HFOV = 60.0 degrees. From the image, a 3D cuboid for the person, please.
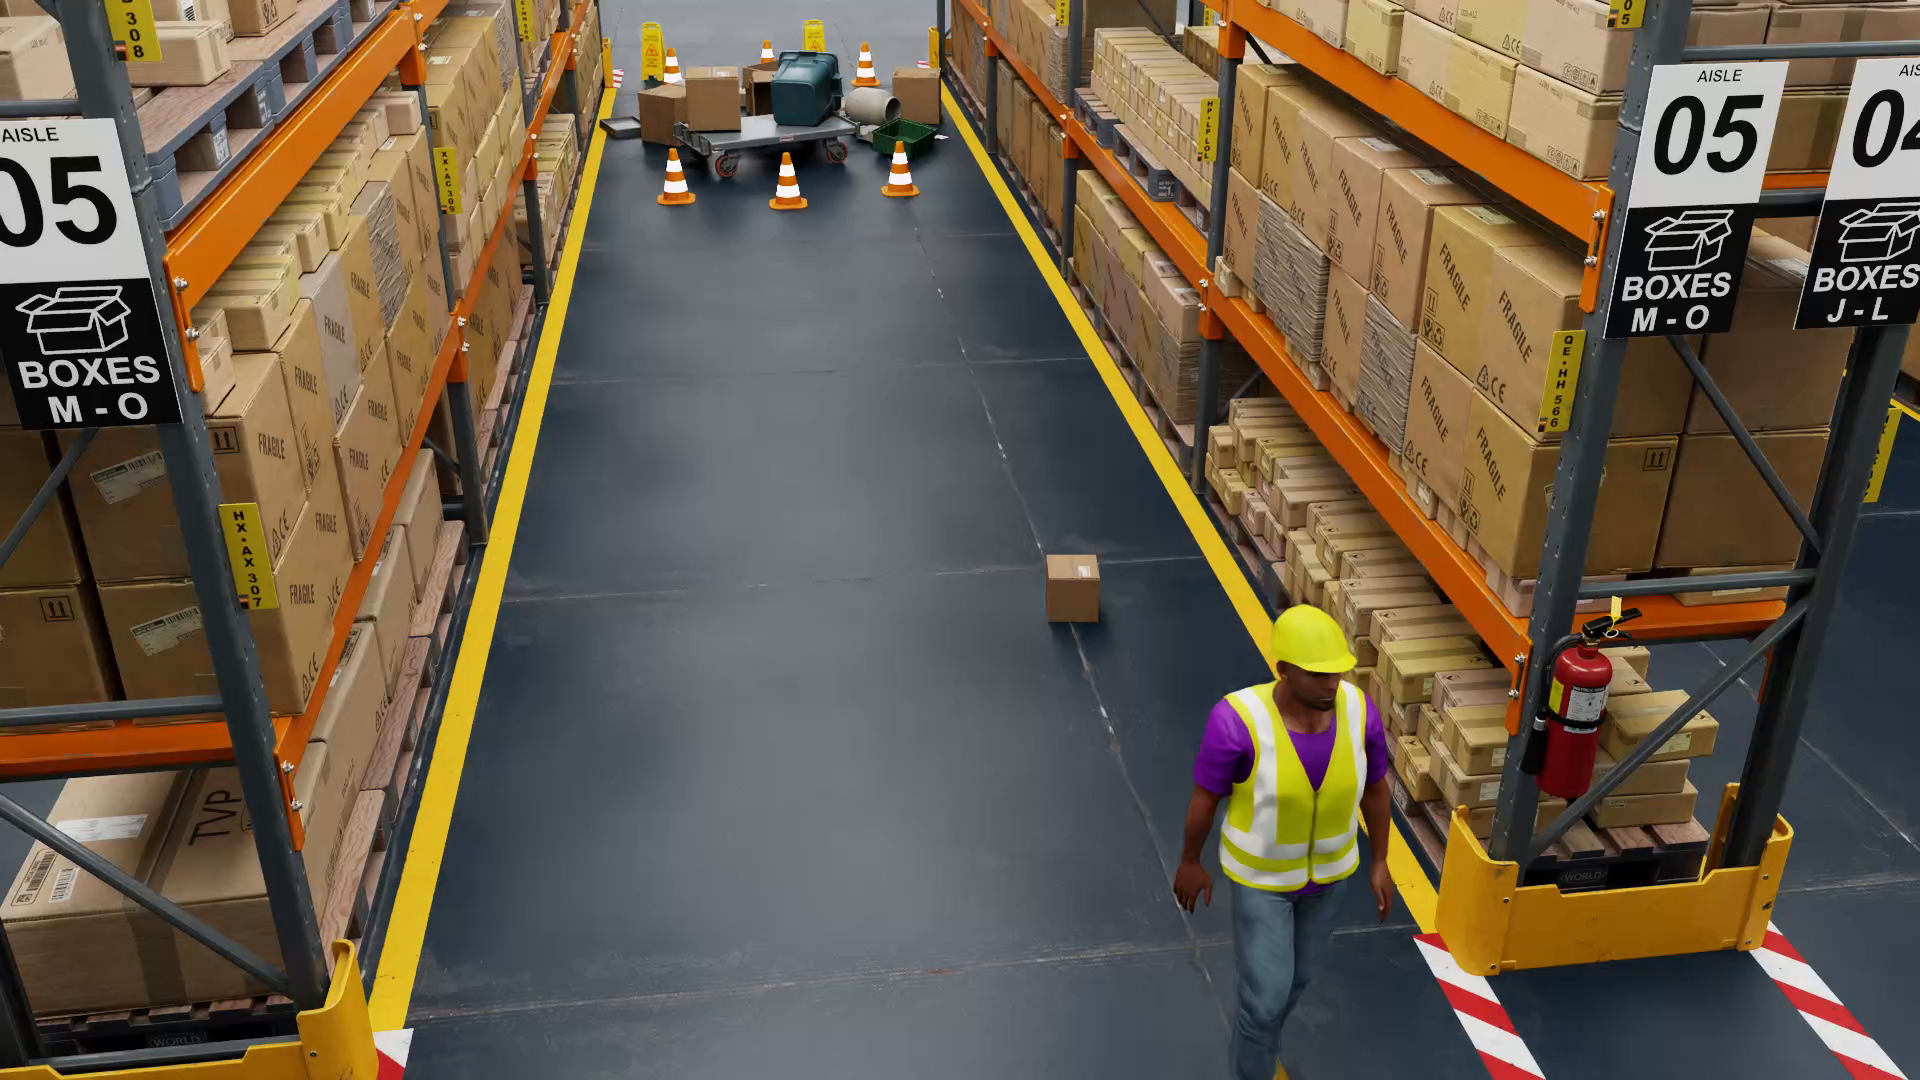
[{"bbox_3d":[1.026,1.069,5.018,0.643,1.823,0.600,-7,28,-14],"label":"person"}]
